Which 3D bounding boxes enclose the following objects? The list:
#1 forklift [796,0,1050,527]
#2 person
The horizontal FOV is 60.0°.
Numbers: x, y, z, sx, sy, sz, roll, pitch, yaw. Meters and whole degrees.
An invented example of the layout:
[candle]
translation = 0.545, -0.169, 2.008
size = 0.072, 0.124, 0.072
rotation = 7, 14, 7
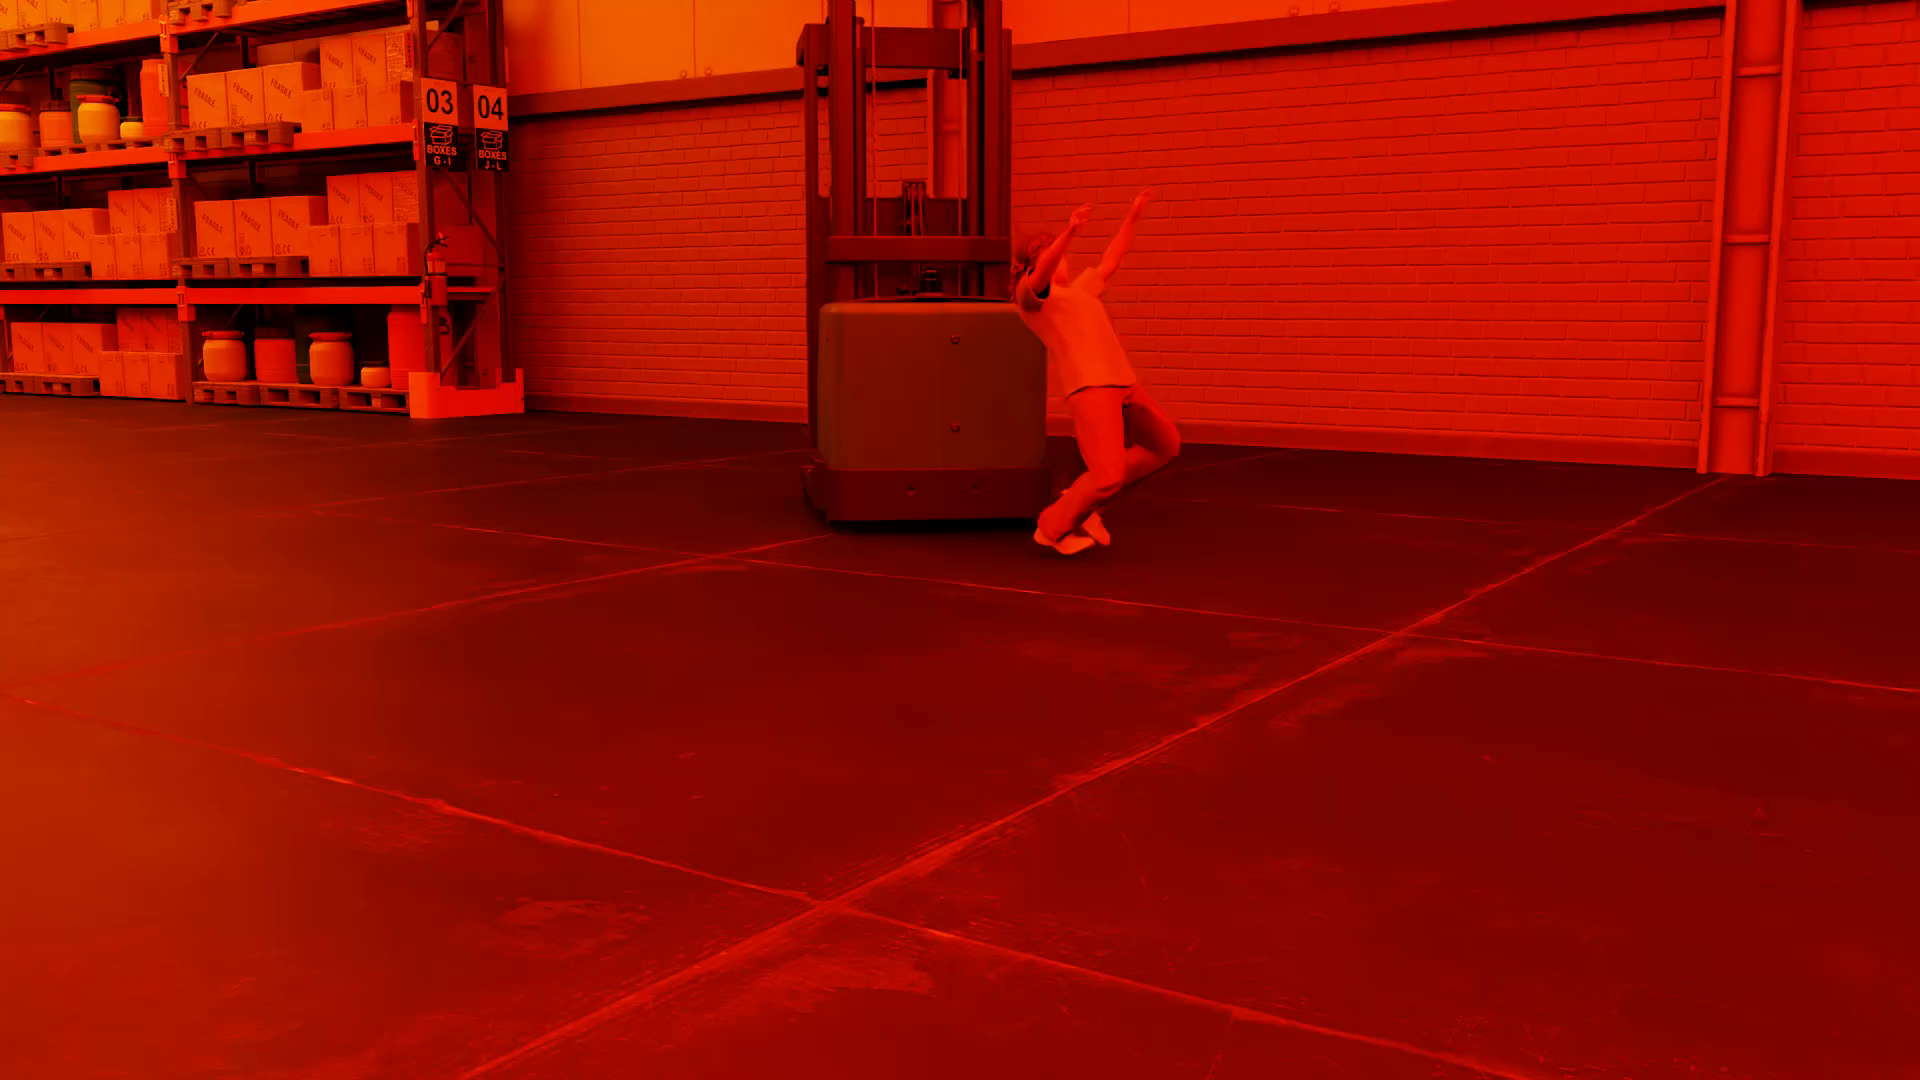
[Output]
[forklift]
translation = -0.310, -1.687, 9.056
size = 1.130, 2.935, 3.031
rotation = -1, 8, -9
[person]
translation = 0.485, -0.710, 6.998
size = 0.691, 1.548, 0.876
rotation = 5, 9, 29
